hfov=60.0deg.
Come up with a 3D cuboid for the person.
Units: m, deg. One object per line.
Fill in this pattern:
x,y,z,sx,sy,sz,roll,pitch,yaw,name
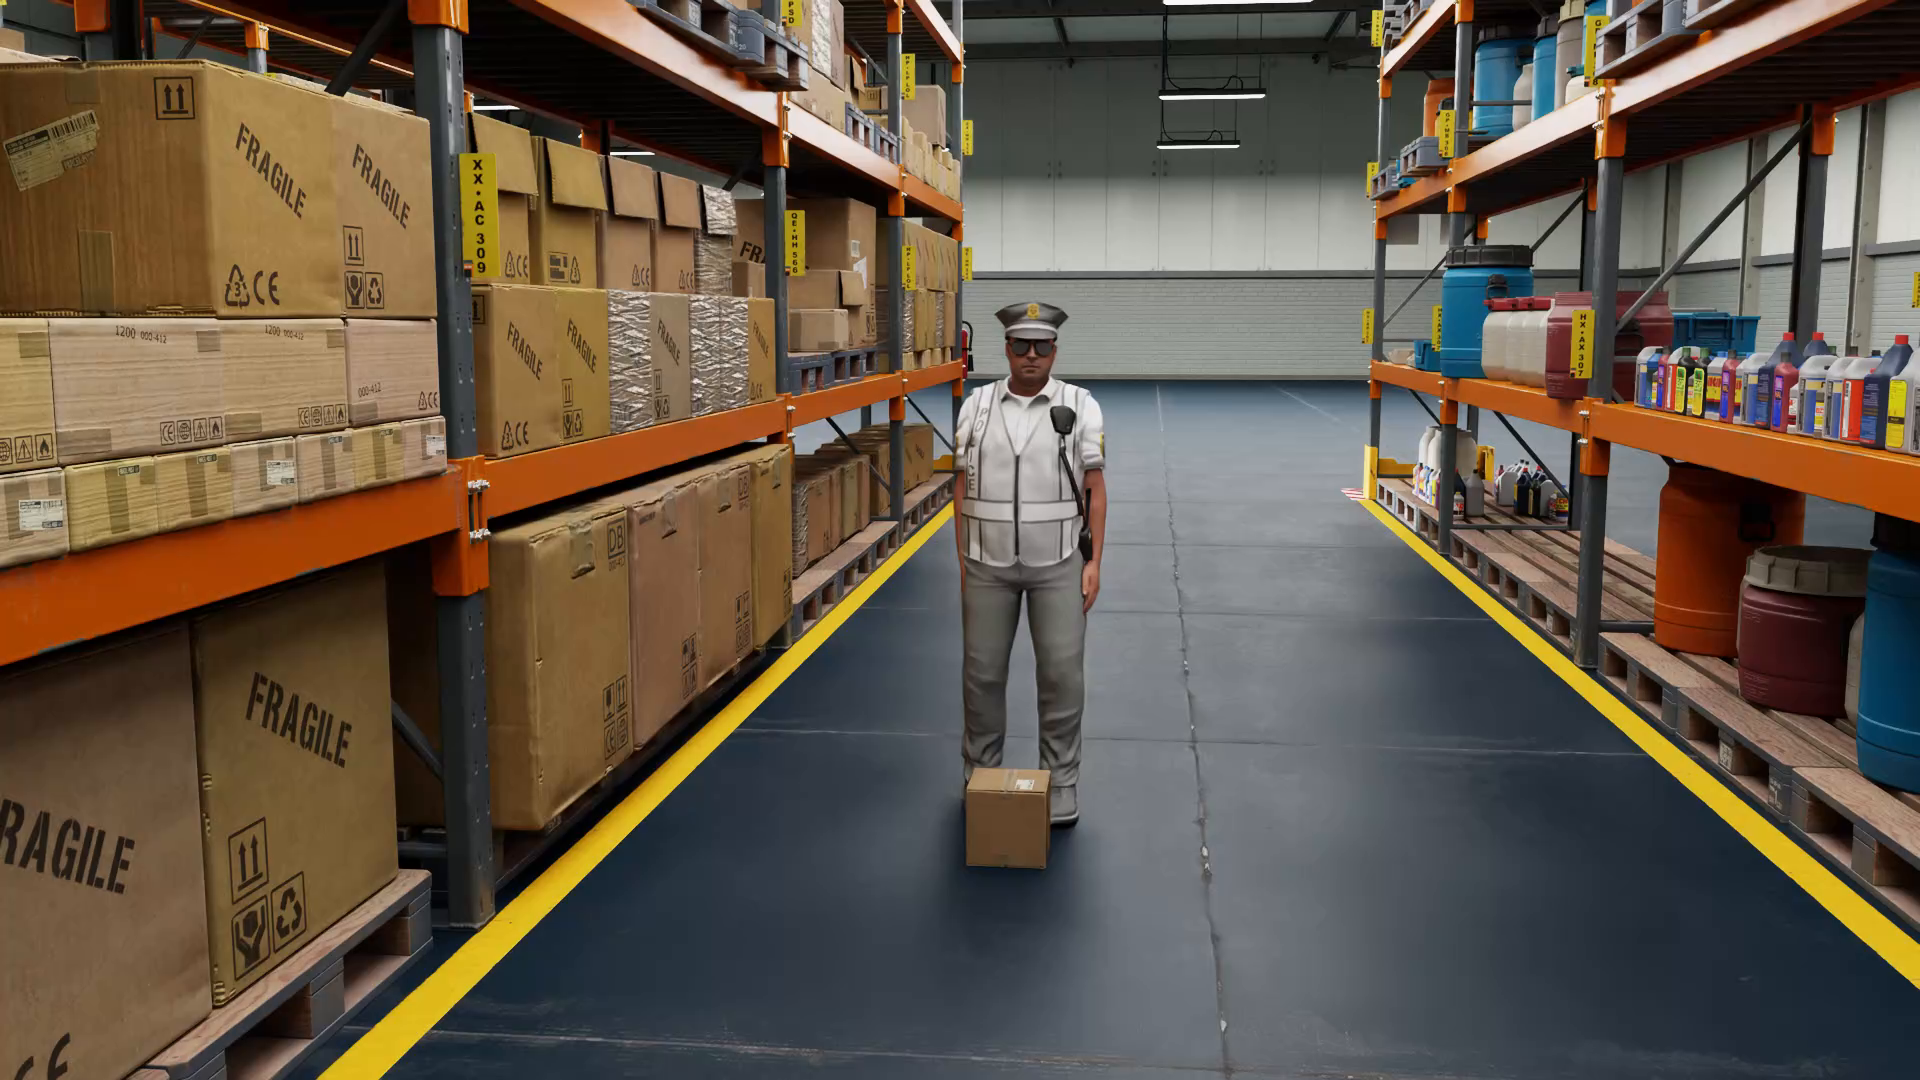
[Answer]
0.234,0.091,5.685,0.528,1.799,0.391,1,8,8,person
